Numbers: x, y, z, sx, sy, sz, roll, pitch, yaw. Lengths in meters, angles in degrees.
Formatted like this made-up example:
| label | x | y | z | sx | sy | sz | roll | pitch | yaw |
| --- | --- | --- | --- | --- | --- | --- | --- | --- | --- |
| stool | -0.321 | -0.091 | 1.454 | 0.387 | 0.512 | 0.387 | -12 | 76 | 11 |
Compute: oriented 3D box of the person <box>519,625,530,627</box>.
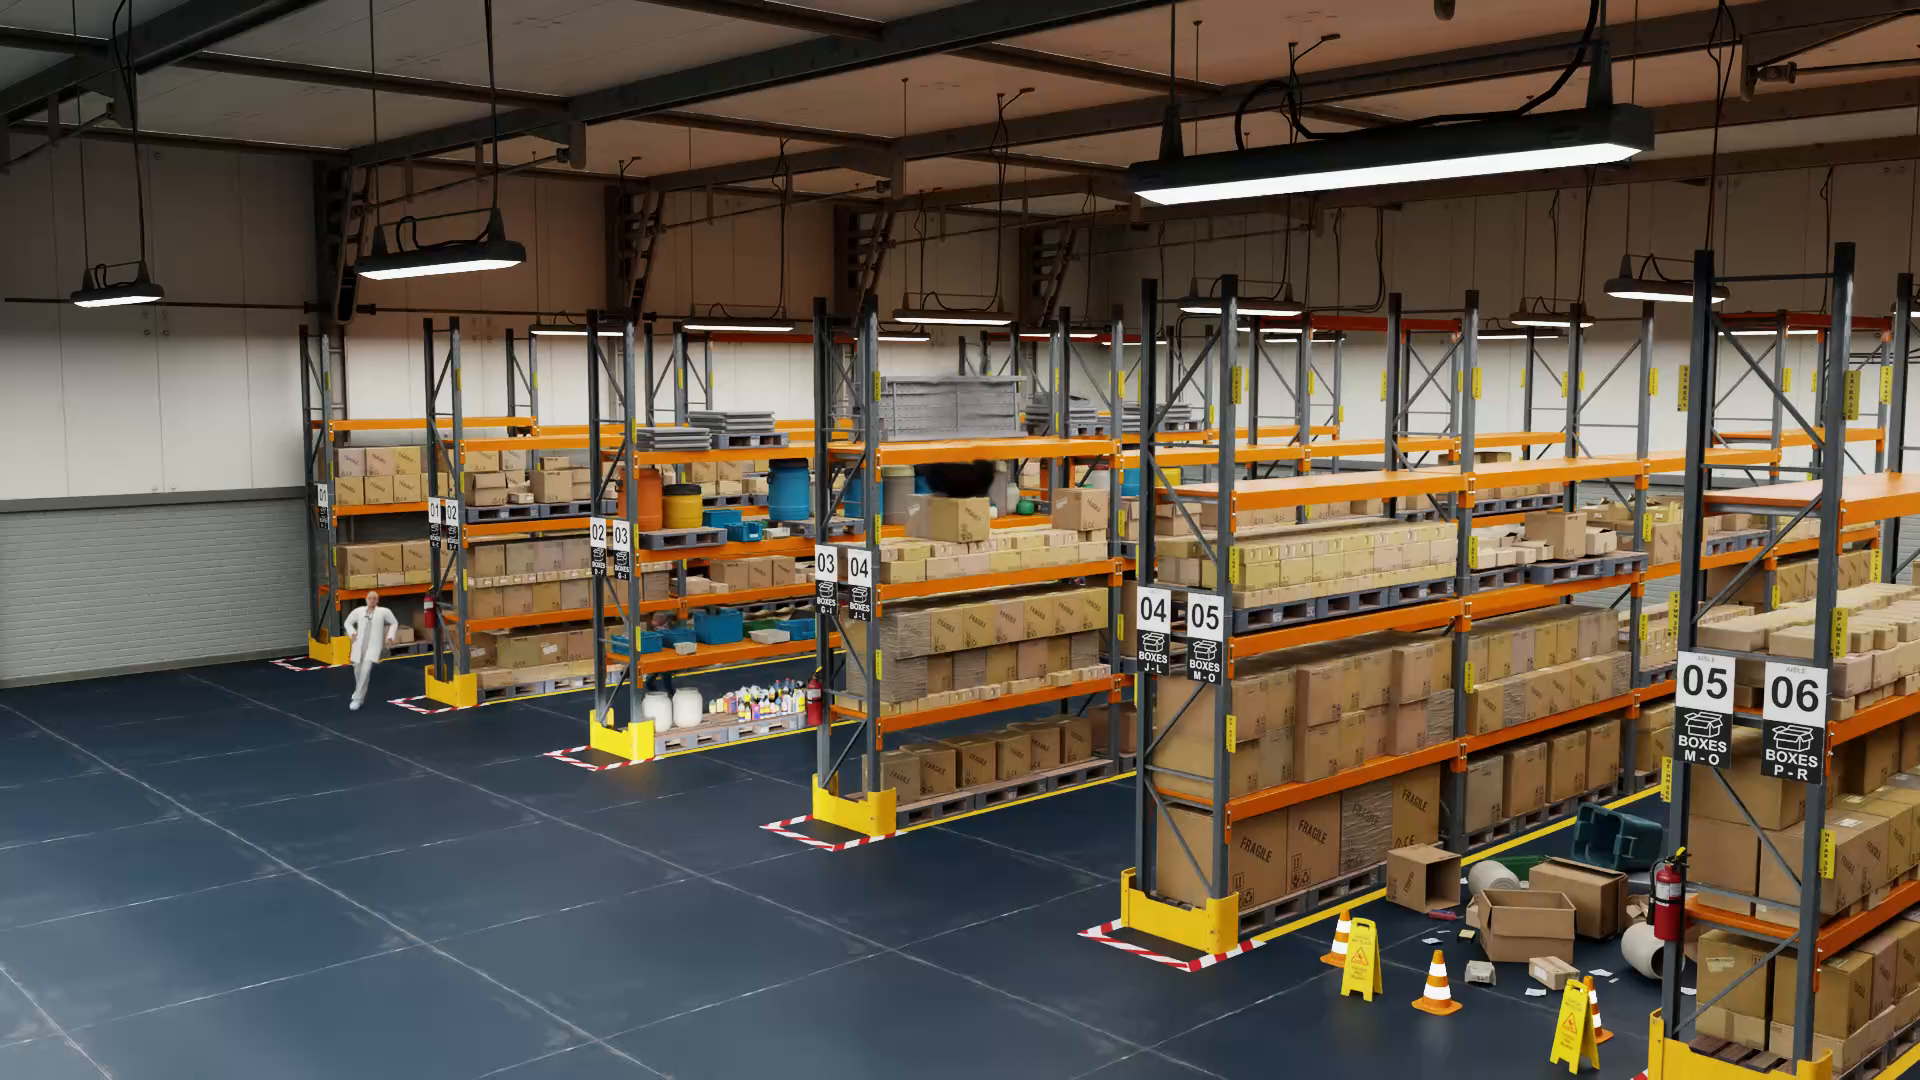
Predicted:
| label | x | y | z | sx | sy | sz | roll | pitch | yaw |
| --- | --- | --- | --- | --- | --- | --- | --- | --- | --- |
| person | -7.579 | 1.407 | 28.913 | 0.686 | 1.723 | 0.975 | 4 | 7 | 35 |

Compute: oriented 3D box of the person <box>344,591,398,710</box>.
| label | x | y | z | sx | sy | sz | roll | pitch | yaw |
| --- | --- | --- | --- | --- | --- | --- | --- | --- | --- |
| person | -9.165 | 1.674 | 25.787 | 0.764 | 1.759 | 1.041 | 0 | 6 | -3 |

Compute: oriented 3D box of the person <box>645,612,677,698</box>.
| label | x | y | z | sx | sy | sz | roll | pitch | yaw |
| --- | --- | --- | --- | --- | --- | --- | --- | --- | --- |
| person | -4.443 | 1.927 | 24.812 | 0.694 | 1.545 | 0.507 | -5 | 7 | -38 |
